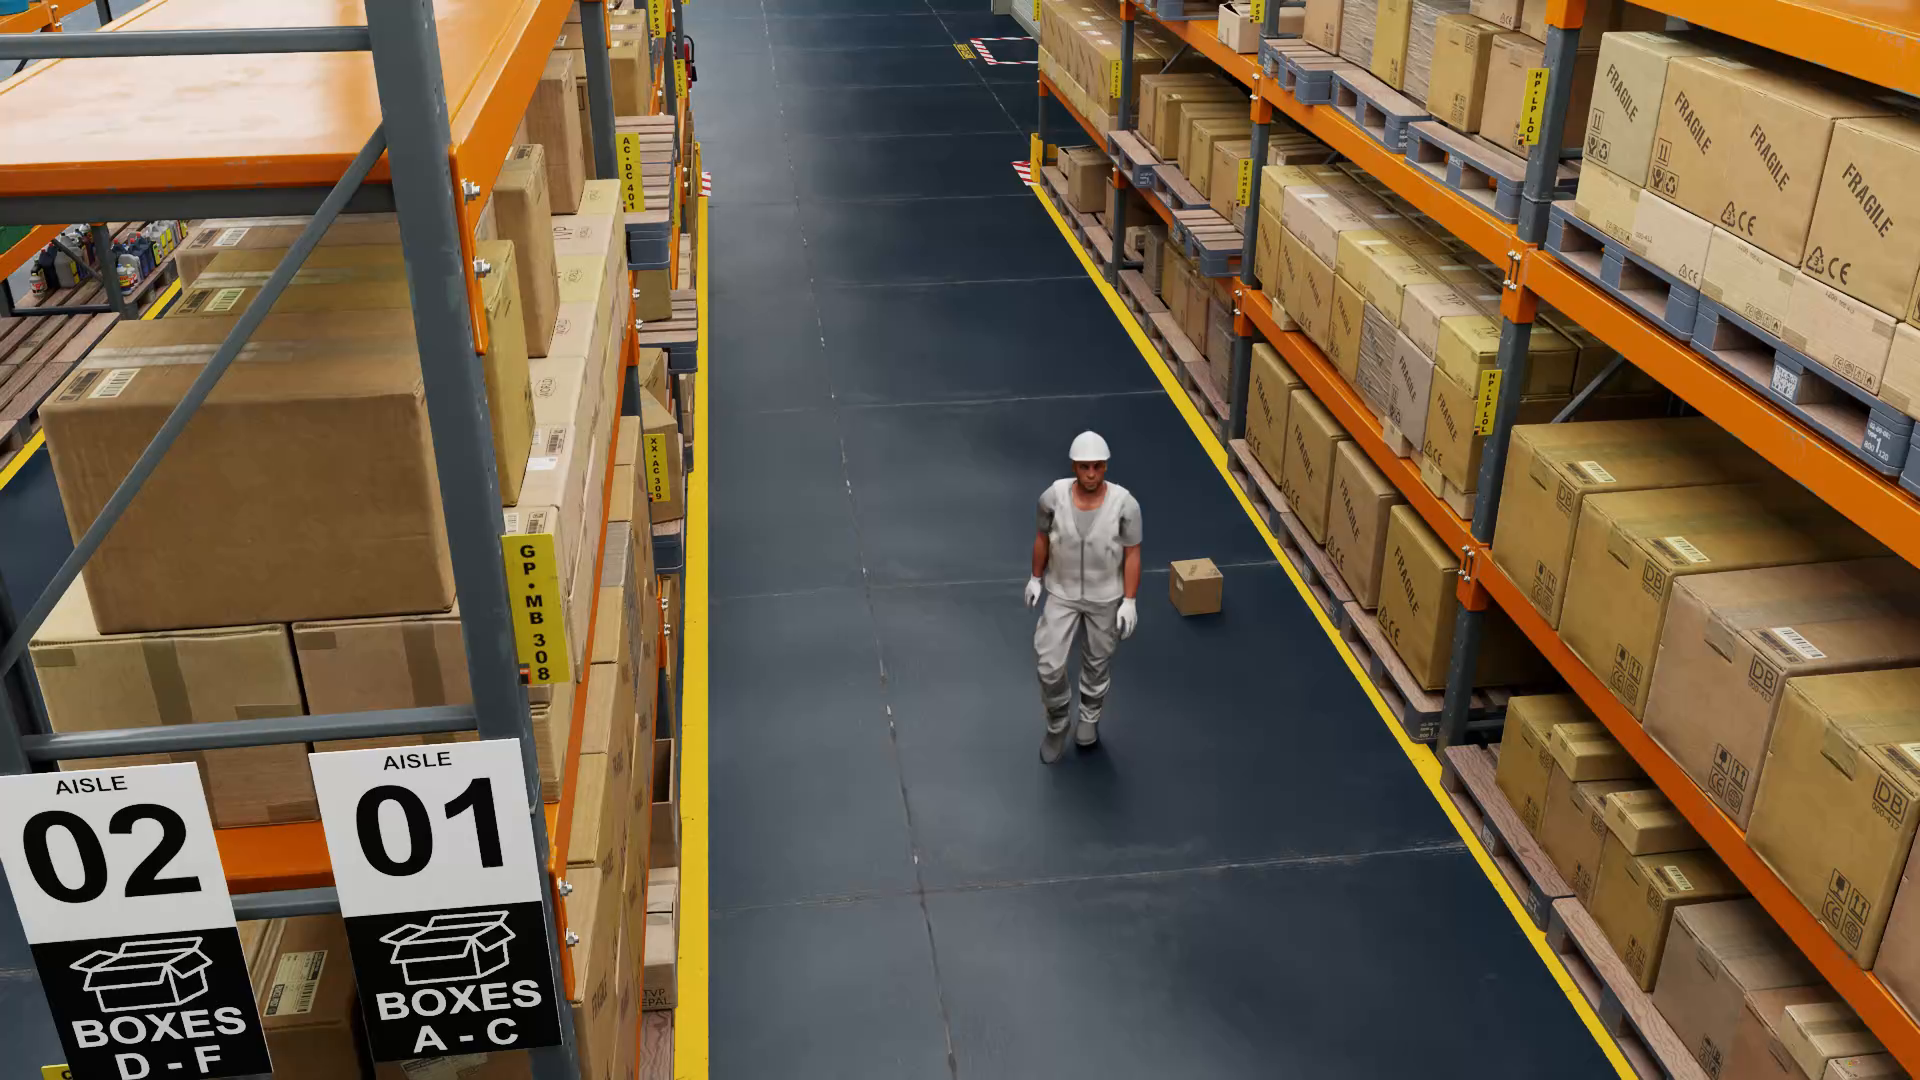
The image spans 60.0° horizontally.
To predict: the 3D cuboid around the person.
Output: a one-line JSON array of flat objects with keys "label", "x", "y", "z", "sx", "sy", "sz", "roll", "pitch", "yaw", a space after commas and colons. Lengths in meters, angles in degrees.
[{"label": "person", "x": 0.614, "y": 0.317, "z": 8.443, "sx": 0.592, "sy": 1.834, "sz": 0.511, "roll": 3, "pitch": 27, "yaw": 6}]
